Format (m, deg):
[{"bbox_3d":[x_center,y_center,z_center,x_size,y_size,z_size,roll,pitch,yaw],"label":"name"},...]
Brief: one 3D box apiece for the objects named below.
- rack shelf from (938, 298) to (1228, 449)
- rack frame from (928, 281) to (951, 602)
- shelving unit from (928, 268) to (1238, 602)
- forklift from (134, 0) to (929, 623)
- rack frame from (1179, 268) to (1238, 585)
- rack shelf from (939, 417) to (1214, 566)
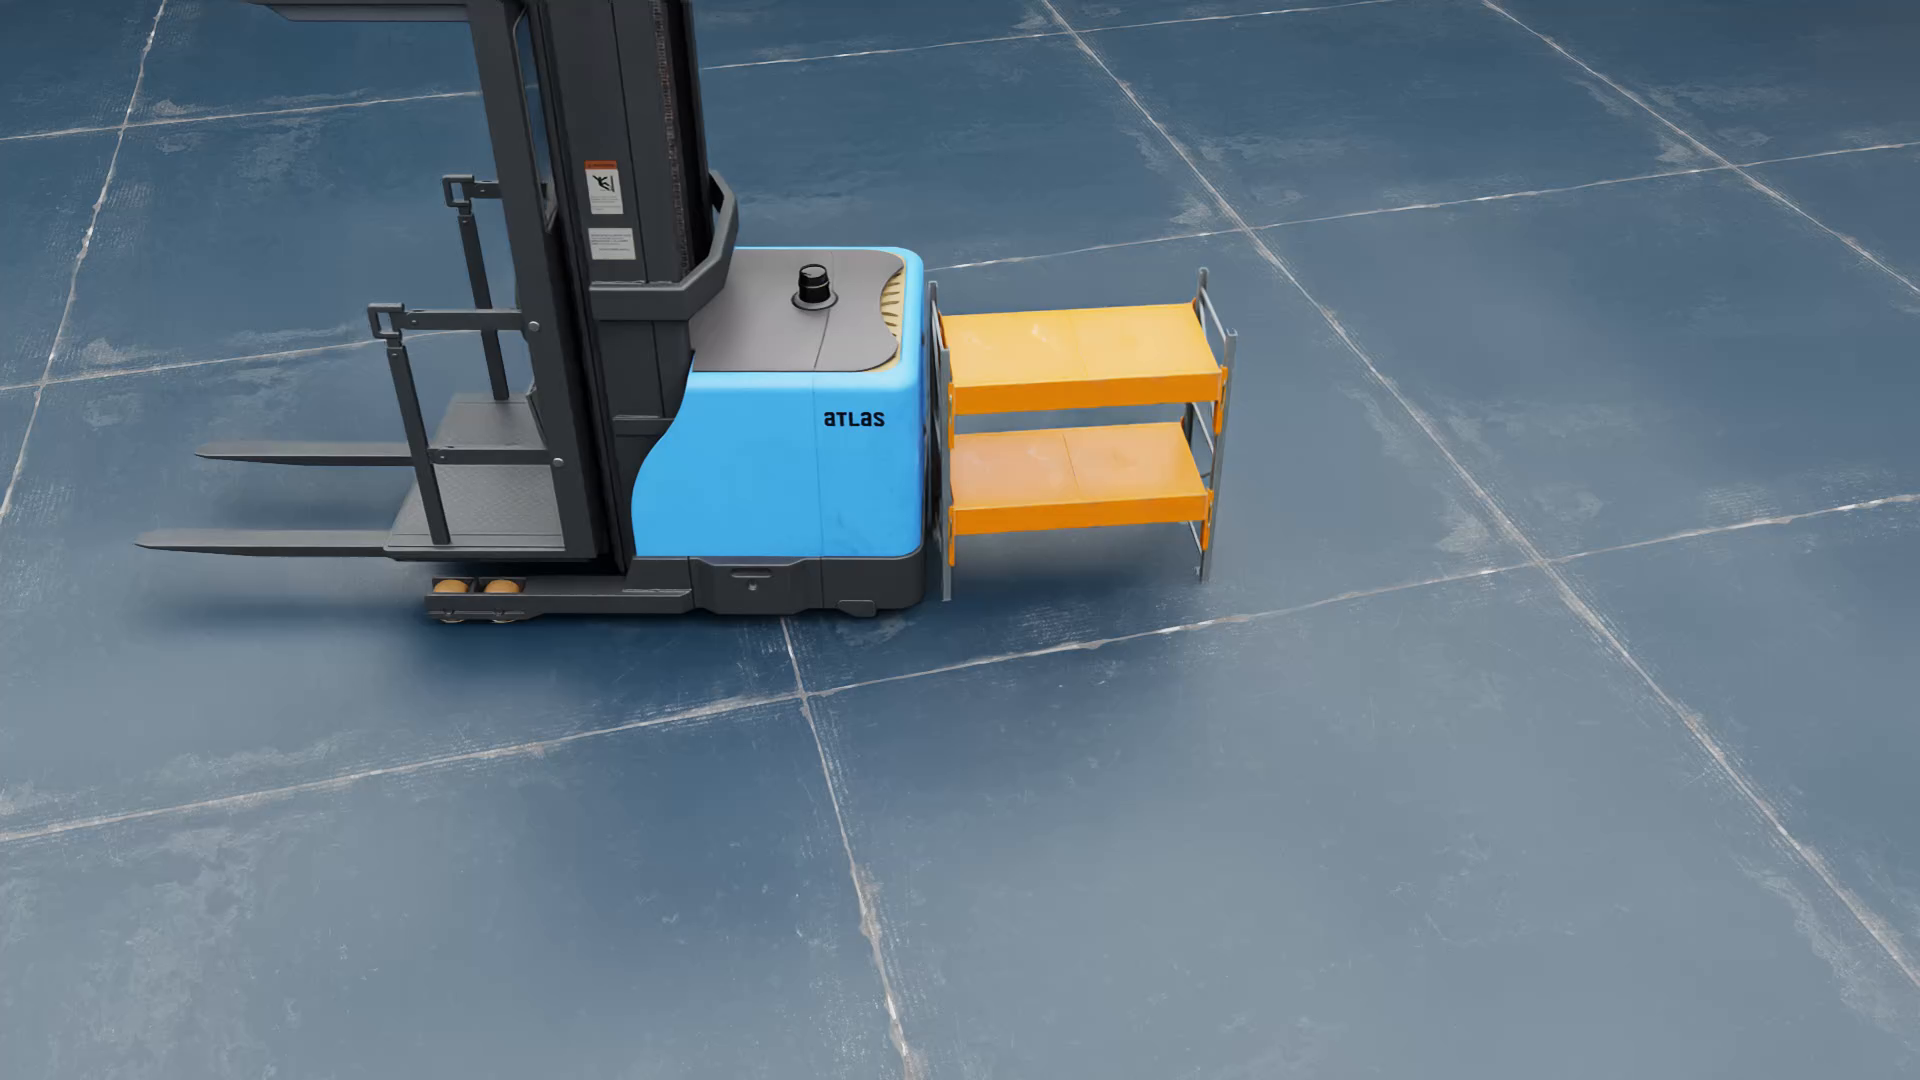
[{"bbox_3d":[0.430,-0.624,6.158,1.000,0.278,0.538,-4,38,-5],"label":"rack shelf"},{"bbox_3d":[-0.076,-0.360,6.294,0.032,1.125,0.500,-4,38,-5],"label":"rack frame"},{"bbox_3d":[0.430,-0.391,6.336,1.048,1.125,0.538,-4,38,-5],"label":"shelving unit"},{"bbox_3d":[-1.647,-1.170,5.867,3.031,2.935,1.130,0,37,0],"label":"forklift"},{"bbox_3d":[0.935,-0.423,6.377,0.032,1.125,0.500,-4,38,-5],"label":"rack frame"},{"bbox_3d":[0.430,-0.197,6.484,1.000,0.278,0.538,-4,38,-5],"label":"rack shelf"}]
